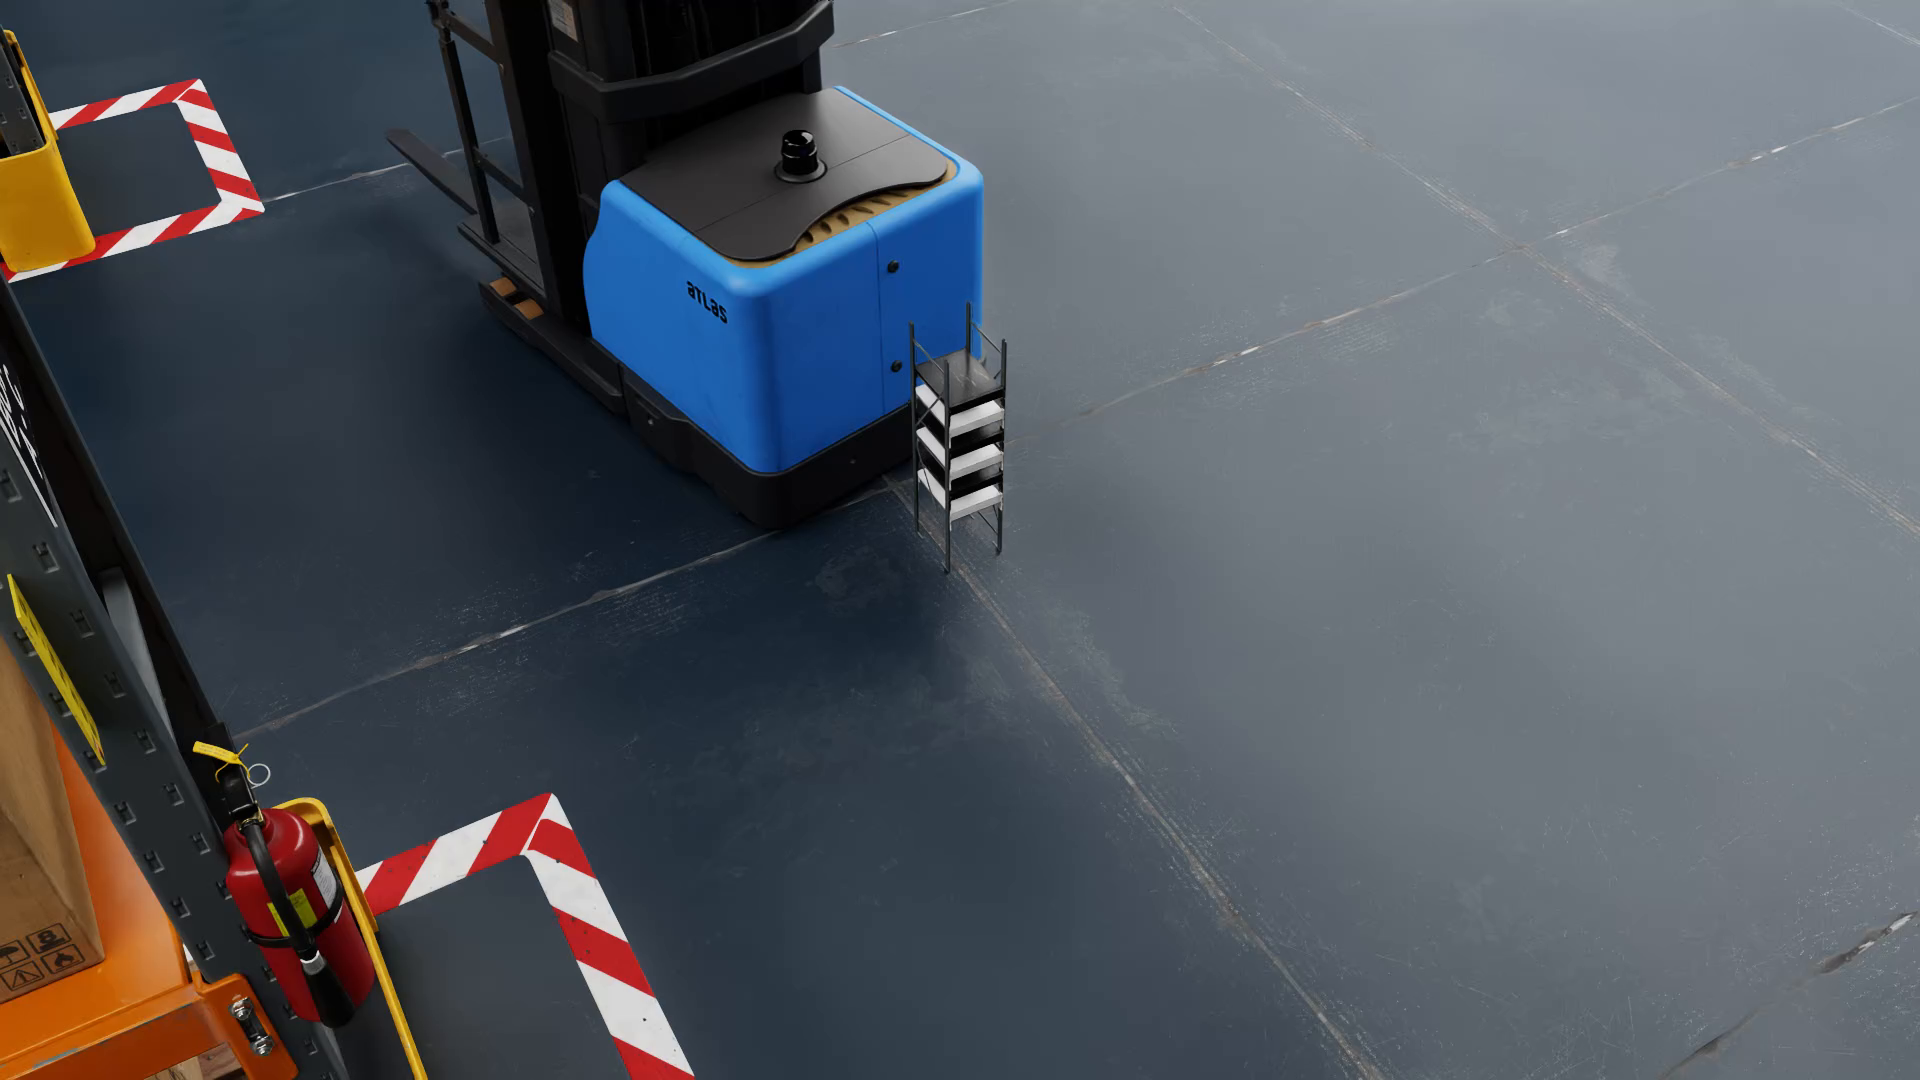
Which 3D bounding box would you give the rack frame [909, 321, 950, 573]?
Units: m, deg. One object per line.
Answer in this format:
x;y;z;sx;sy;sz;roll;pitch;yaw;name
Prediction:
-0.095;-0.285;5.397;0.006;0.900;0.240;-22;48;-21;rack frame

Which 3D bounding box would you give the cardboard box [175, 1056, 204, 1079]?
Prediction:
-2.135;1.246;3.985;0.500;0.250;0.500;-22;48;-21;cardboard box

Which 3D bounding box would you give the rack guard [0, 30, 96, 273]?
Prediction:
-4.066;-1.682;7.124;0.348;0.500;1.175;-22;48;-21;rack guard

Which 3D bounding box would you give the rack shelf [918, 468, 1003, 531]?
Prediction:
-0.007;-0.167;5.582;0.200;0.077;0.258;-22;48;-21;rack shelf

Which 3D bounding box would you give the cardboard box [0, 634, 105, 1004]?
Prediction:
-1.970;0.477;3.033;0.500;0.500;0.700;-22;48;-21;cardboard box

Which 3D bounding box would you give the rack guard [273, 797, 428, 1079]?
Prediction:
-1.538;1.247;4.106;0.348;0.500;1.175;-22;48;-21;rack guard

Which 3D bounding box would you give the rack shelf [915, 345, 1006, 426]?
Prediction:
-0.007;-0.490;5.269;0.200;0.077;0.258;-22;48;-21;rack shelf

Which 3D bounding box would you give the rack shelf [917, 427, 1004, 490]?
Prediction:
-0.007;-0.296;5.457;0.200;0.077;0.258;-22;48;-21;rack shelf

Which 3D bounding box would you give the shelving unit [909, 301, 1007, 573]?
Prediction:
-0.007;-0.320;5.434;0.210;0.900;0.258;-22;48;-21;shelving unit

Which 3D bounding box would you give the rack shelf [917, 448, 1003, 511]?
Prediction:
-0.007;-0.232;5.520;0.200;0.077;0.258;-22;48;-21;rack shelf

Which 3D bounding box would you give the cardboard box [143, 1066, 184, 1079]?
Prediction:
-1.876;1.291;3.400;0.500;0.500;0.500;-22;48;-21;cardboard box

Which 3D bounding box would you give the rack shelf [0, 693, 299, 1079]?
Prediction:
-3.293;1.311;2.762;4.000;0.370;1.077;-22;48;-21;rack shelf

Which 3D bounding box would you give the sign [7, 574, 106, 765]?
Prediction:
-1.301;0.190;2.398;0.005;0.325;0.100;-22;48;-21;sign

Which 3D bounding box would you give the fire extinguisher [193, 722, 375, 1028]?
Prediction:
-1.225;0.626;3.007;0.183;0.674;0.296;-22;48;-21;fire extinguisher

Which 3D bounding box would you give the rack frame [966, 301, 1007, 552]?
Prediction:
0.081;-0.355;5.470;0.006;0.900;0.240;-22;48;-21;rack frame

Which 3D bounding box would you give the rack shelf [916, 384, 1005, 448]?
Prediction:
-0.007;-0.425;5.332;0.200;0.077;0.258;-22;48;-21;rack shelf

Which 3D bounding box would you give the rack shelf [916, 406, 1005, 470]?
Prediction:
-0.007;-0.361;5.394;0.200;0.077;0.258;-22;48;-21;rack shelf

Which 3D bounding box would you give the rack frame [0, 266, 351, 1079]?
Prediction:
-1.559;0.359;3.227;0.127;3.000;1.000;-22;48;-21;rack frame

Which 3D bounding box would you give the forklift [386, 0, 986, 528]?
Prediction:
-1.258;-2.041;5.748;1.130;2.935;3.031;-32;52;-28;forklift

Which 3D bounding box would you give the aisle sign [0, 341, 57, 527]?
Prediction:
-1.356;-0.420;2.162;0.004;0.787;0.394;-22;48;-21;aisle sign

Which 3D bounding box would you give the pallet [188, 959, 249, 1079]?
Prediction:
-2.201;1.650;3.898;1.213;0.211;1.003;-22;48;-21;pallet

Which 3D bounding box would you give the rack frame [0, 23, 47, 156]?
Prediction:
-4.024;-2.634;6.310;0.127;3.000;1.000;-22;48;-21;rack frame
